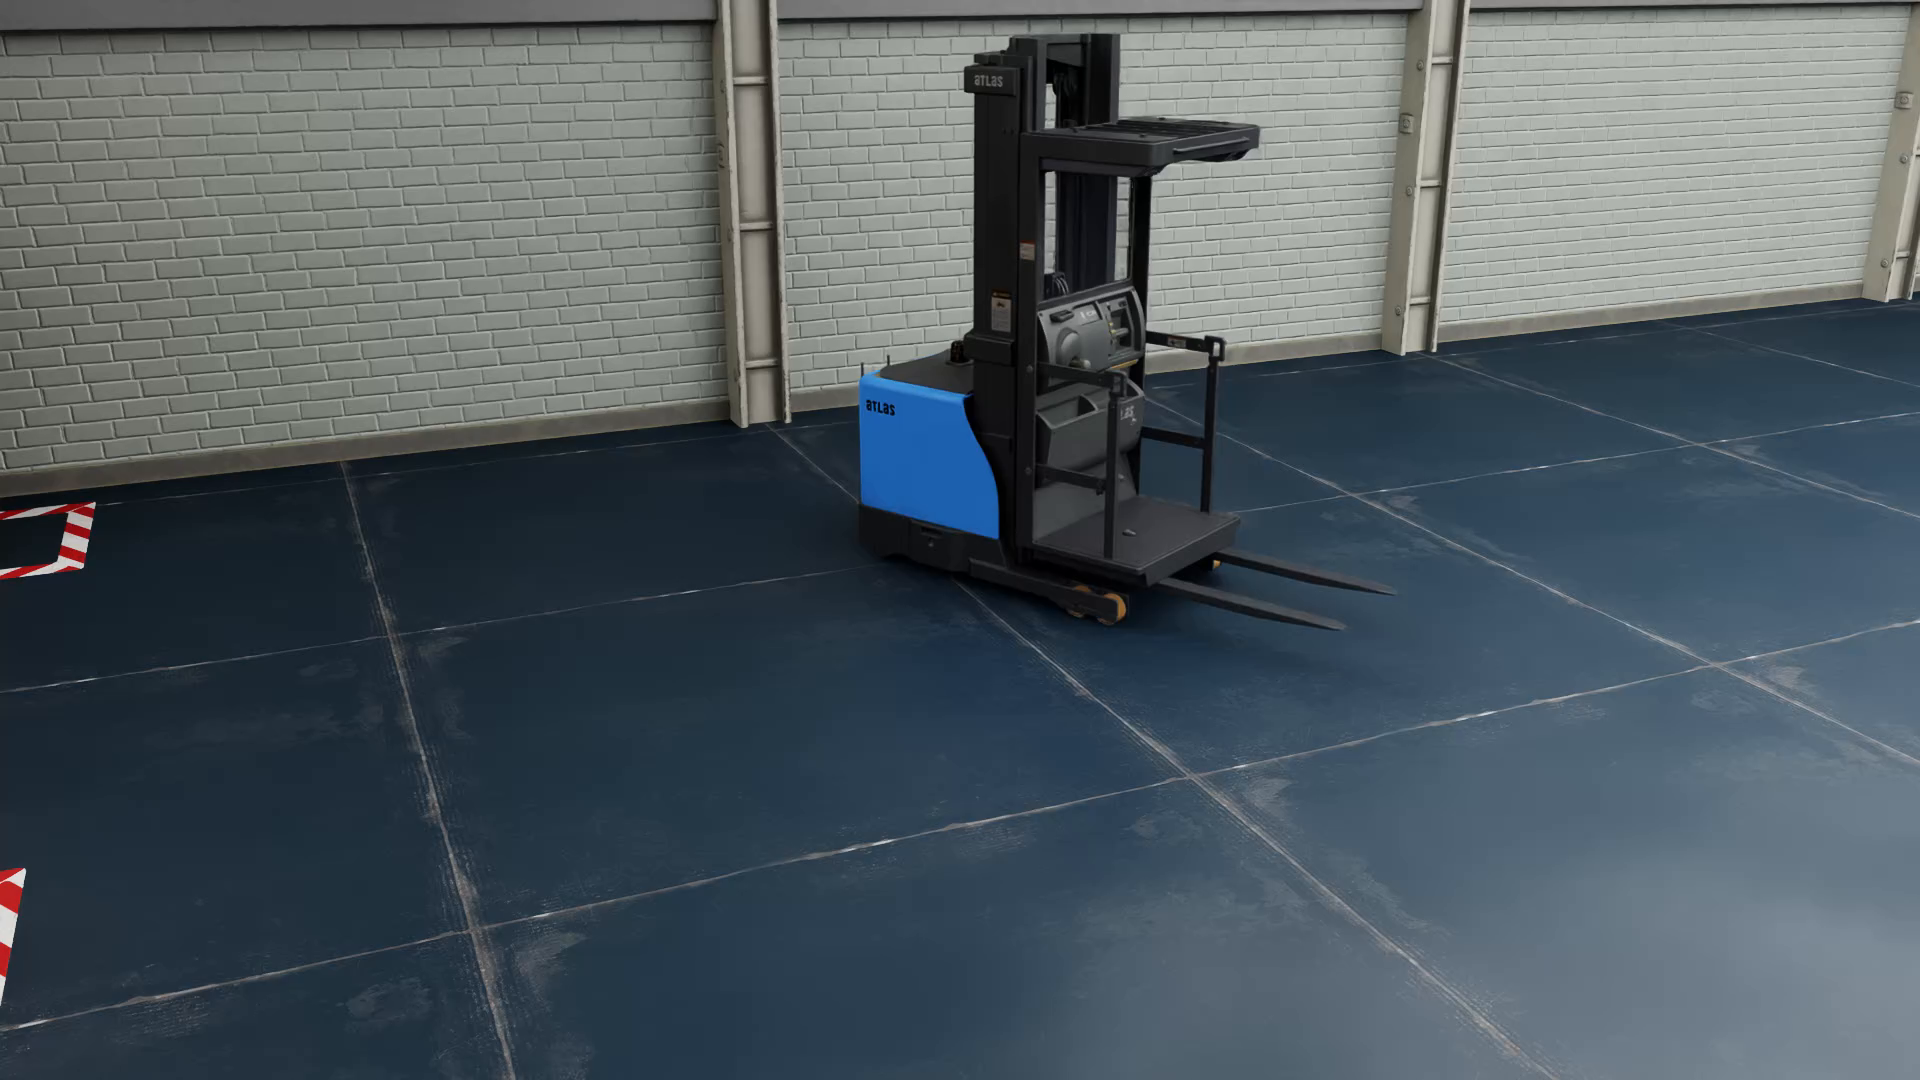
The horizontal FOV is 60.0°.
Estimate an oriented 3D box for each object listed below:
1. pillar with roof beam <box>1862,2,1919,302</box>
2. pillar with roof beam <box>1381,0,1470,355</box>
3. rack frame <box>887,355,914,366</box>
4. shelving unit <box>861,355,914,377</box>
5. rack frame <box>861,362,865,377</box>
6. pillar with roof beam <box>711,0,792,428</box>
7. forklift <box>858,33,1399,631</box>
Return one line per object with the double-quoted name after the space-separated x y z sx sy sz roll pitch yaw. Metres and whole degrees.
11.212 -5.419 11.863 0.400 9.000 9.100 -8 21 -22 "pillar with roof beam"
5.702 -4.630 9.621 0.400 9.000 9.100 -8 21 -22 "pillar with roof beam"
-0.359 -0.602 10.152 0.200 1.050 0.008 14 24 35 "rack frame"
-0.433 -0.570 10.061 0.215 1.050 0.252 14 24 35 "shelving unit"
-0.507 -0.538 9.969 0.200 1.050 0.008 14 24 35 "rack frame"
0.193 -3.840 7.380 0.400 9.000 9.100 -8 21 -22 "pillar with roof beam"
0.877 -1.132 8.825 3.031 2.935 1.130 15 24 36 "forklift"
